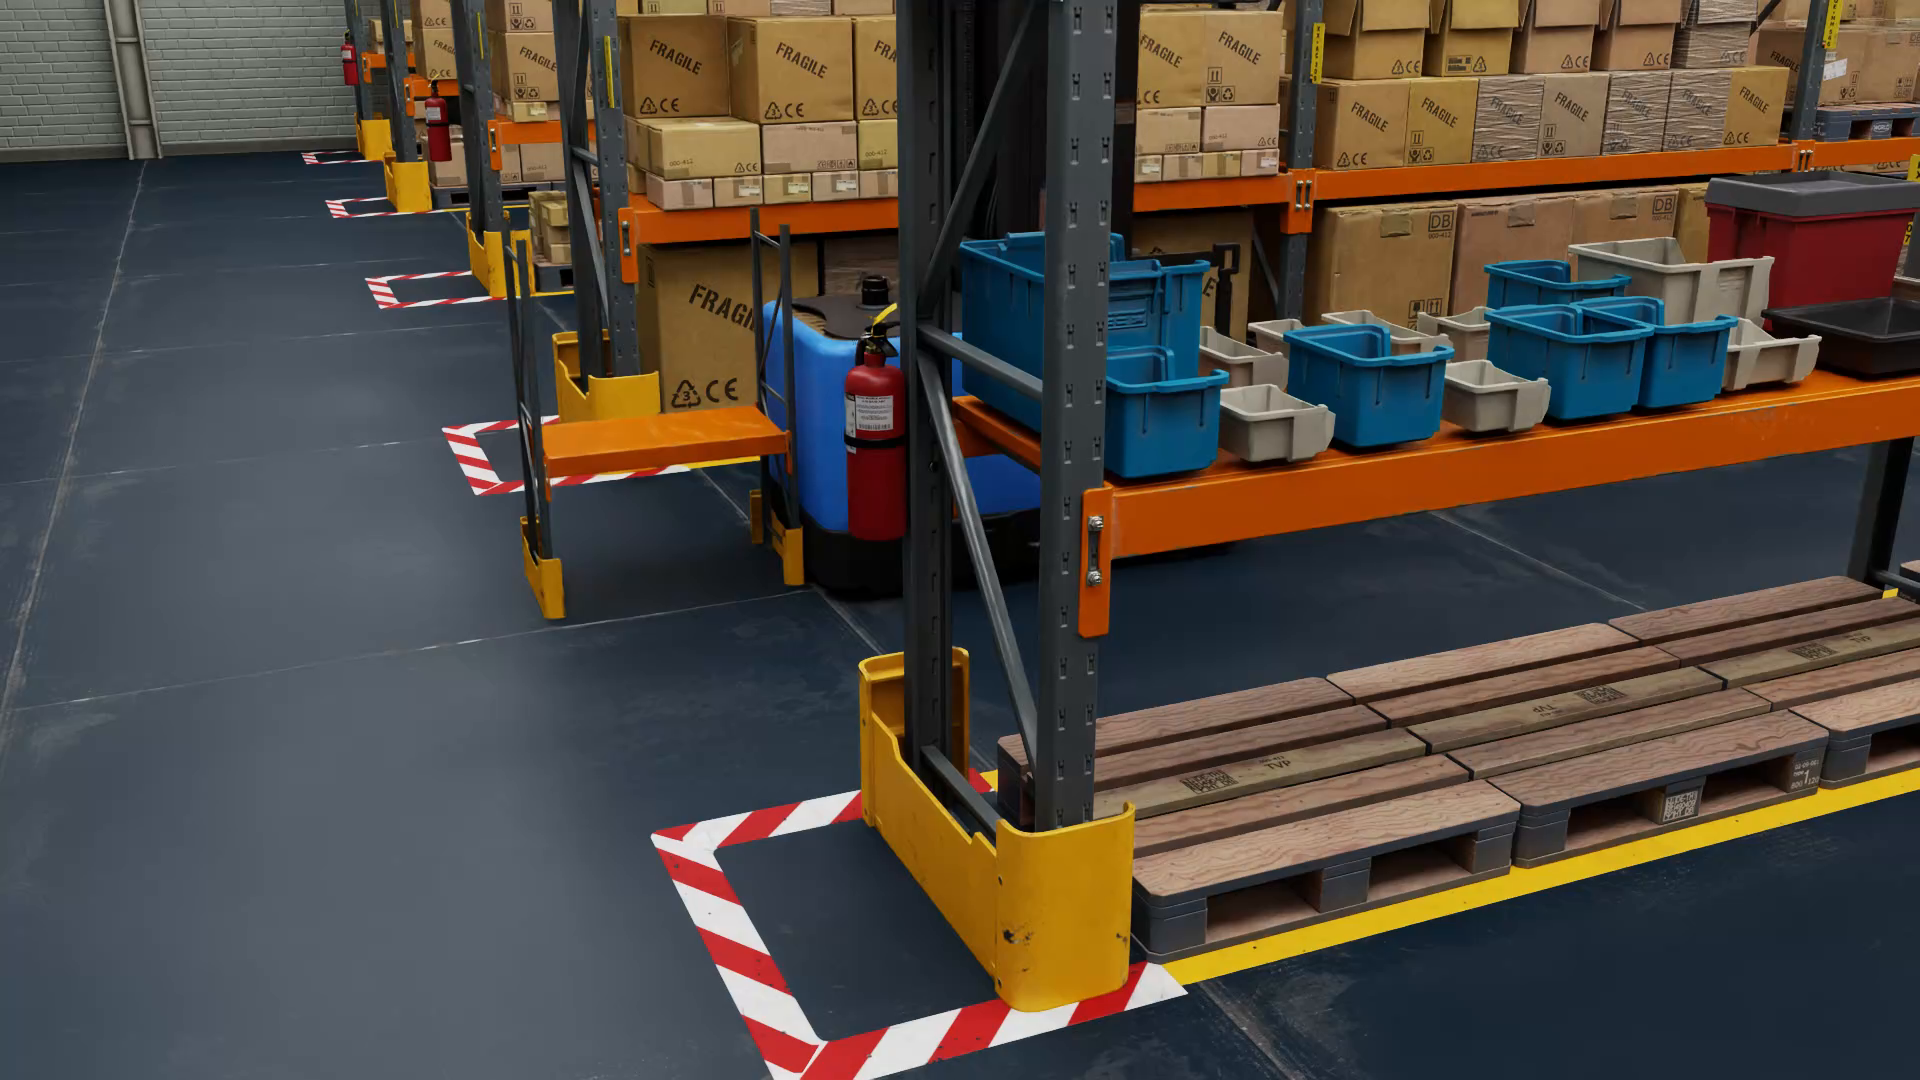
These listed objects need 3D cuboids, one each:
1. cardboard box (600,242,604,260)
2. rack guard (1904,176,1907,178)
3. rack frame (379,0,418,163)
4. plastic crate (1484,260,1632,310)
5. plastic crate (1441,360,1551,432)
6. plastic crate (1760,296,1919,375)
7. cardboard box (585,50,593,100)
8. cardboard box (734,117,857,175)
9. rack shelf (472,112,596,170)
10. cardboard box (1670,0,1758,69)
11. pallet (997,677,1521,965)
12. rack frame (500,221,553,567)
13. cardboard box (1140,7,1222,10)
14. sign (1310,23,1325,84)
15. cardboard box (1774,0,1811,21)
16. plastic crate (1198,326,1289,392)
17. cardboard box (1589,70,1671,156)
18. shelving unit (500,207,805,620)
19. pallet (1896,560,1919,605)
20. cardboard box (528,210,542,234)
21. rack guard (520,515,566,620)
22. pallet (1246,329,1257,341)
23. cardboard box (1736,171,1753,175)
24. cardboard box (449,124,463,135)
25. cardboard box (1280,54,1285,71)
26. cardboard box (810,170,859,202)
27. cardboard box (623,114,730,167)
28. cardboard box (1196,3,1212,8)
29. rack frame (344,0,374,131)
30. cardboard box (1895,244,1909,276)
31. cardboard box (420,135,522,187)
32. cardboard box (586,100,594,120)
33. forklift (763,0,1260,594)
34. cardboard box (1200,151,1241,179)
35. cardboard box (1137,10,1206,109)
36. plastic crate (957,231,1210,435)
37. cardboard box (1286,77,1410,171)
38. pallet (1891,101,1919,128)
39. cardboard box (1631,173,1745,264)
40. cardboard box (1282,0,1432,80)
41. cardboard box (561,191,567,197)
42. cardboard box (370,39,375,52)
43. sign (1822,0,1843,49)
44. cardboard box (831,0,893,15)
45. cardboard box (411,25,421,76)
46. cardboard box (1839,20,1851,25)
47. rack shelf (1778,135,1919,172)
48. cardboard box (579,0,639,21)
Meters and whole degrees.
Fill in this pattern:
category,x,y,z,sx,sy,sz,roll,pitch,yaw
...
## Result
category,x,y,z,sx,sy,sz,roll,pitch,yaw
cardboard box,-2.934,-2.353,13.349,0.250,0.149,0.380,-8,21,-22
rack guard,10.963,-4.398,19.260,0.348,0.500,1.175,-8,21,-22
rack frame,-5.804,-4.965,17.107,0.127,3.000,1.000,-8,21,-22
plastic crate,1.868,-0.731,5.242,0.300,0.233,0.416,-8,21,-22
plastic crate,1.391,-0.375,4.377,0.298,0.136,0.250,-8,21,-22
plastic crate,2.835,-0.628,5.114,0.590,0.125,0.437,-8,21,-22
cardboard box,-2.747,-3.710,12.942,0.500,0.500,0.500,-8,21,-22
cardboard box,-0.856,-2.064,8.645,0.500,0.250,0.500,-8,21,-23
rack shelf,-1.914,-3.393,13.725,4.000,0.370,1.077,-8,21,-22
cardboard box,4.790,-3.425,11.071,0.637,0.503,0.797,-7,21,-20
pallet,0.856,0.786,4.972,1.213,0.211,1.003,-8,21,-22
rack frame,-1.720,-0.483,6.636,0.032,1.500,0.500,-8,21,-20
cardboard box,1.253,-2.908,9.912,0.500,0.500,0.500,-8,21,-22
sign,2.016,-2.746,9.382,0.005,0.325,0.100,-8,21,-22
cardboard box,8.630,-5.803,17.634,0.550,0.550,0.875,-8,21,-22
plastic crate,0.761,-0.499,4.730,0.243,0.136,0.396,-8,21,-22
cardboard box,4.177,-2.769,10.720,0.500,0.500,0.500,-9,21,-24
shelving unit,-1.256,-0.544,6.810,1.083,1.500,0.587,-8,21,-20
pallet,4.481,0.267,6.445,1.213,0.211,1.003,-8,21,-22
cardboard box,-3.379,-2.619,13.657,0.250,0.149,0.380,-9,21,-23
rack guard,-1.719,0.106,6.844,0.087,0.250,0.587,-8,21,-20
pallet,2.473,-1.279,10.836,1.213,0.211,1.003,-8,21,-22
cardboard box,7.874,-4.305,17.799,0.875,0.875,0.875,-8,21,-21
cardboard box,-6.769,-5.427,22.080,0.250,0.149,0.380,-9,21,-24
cardboard box,2.860,-4.330,15.049,0.250,0.149,0.380,-8,21,-21
cardboard box,-0.713,-1.873,8.705,0.250,0.149,0.380,-8,21,-23
cardboard box,-1.538,-2.157,8.911,0.500,0.250,0.500,-9,21,-23
cardboard box,3.008,-6.534,20.333,0.500,0.500,0.500,-8,21,-21
rack frame,-7.773,-6.478,21.405,0.127,3.000,1.000,-8,21,-22
cardboard box,6.579,-2.195,12.341,0.500,0.500,0.700,-10,22,-26
cardboard box,-5.237,-4.072,17.796,0.875,0.438,0.875,-9,21,-24
cardboard box,-2.837,-3.358,12.922,0.250,0.149,0.380,-9,21,-23
forklift,0.683,-1.454,7.239,3.031,2.935,1.130,-8,21,-20
cardboard box,1.408,-2.177,9.566,0.250,0.149,0.380,-8,21,-21
cardboard box,1.017,-2.686,9.283,0.500,0.500,0.500,-8,21,-21
plastic crate,0.317,-0.579,4.506,0.499,0.435,0.616,-8,21,-22
cardboard box,2.316,-2.501,9.958,0.500,0.500,0.500,-8,21,-22
pallet,7.269,-3.178,12.320,1.213,0.211,1.003,-8,21,-22
cardboard box,4.825,-2.107,11.557,0.875,0.875,1.225,-9,21,-24
cardboard box,2.378,-3.076,10.082,0.637,0.503,0.797,-9,21,-23
cardboard box,-3.111,-2.766,13.624,0.250,0.149,0.380,-8,21,-21
cardboard box,-7.575,-6.485,21.803,0.250,0.149,0.380,-8,21,-23
sign,5.690,-3.373,10.842,0.005,0.325,0.100,-8,21,-22
cardboard box,-0.874,-4.440,13.513,0.500,0.500,0.500,-9,21,-24
cardboard box,-5.466,-5.157,17.500,0.500,0.500,0.500,-8,21,-22
cardboard box,9.088,-5.385,18.074,0.500,0.550,0.875,-8,21,-22
rack shelf,7.304,-2.919,12.380,4.000,0.370,1.077,-8,21,-22
cardboard box,-2.772,-4.175,12.758,0.500,0.500,0.500,-8,21,-20
